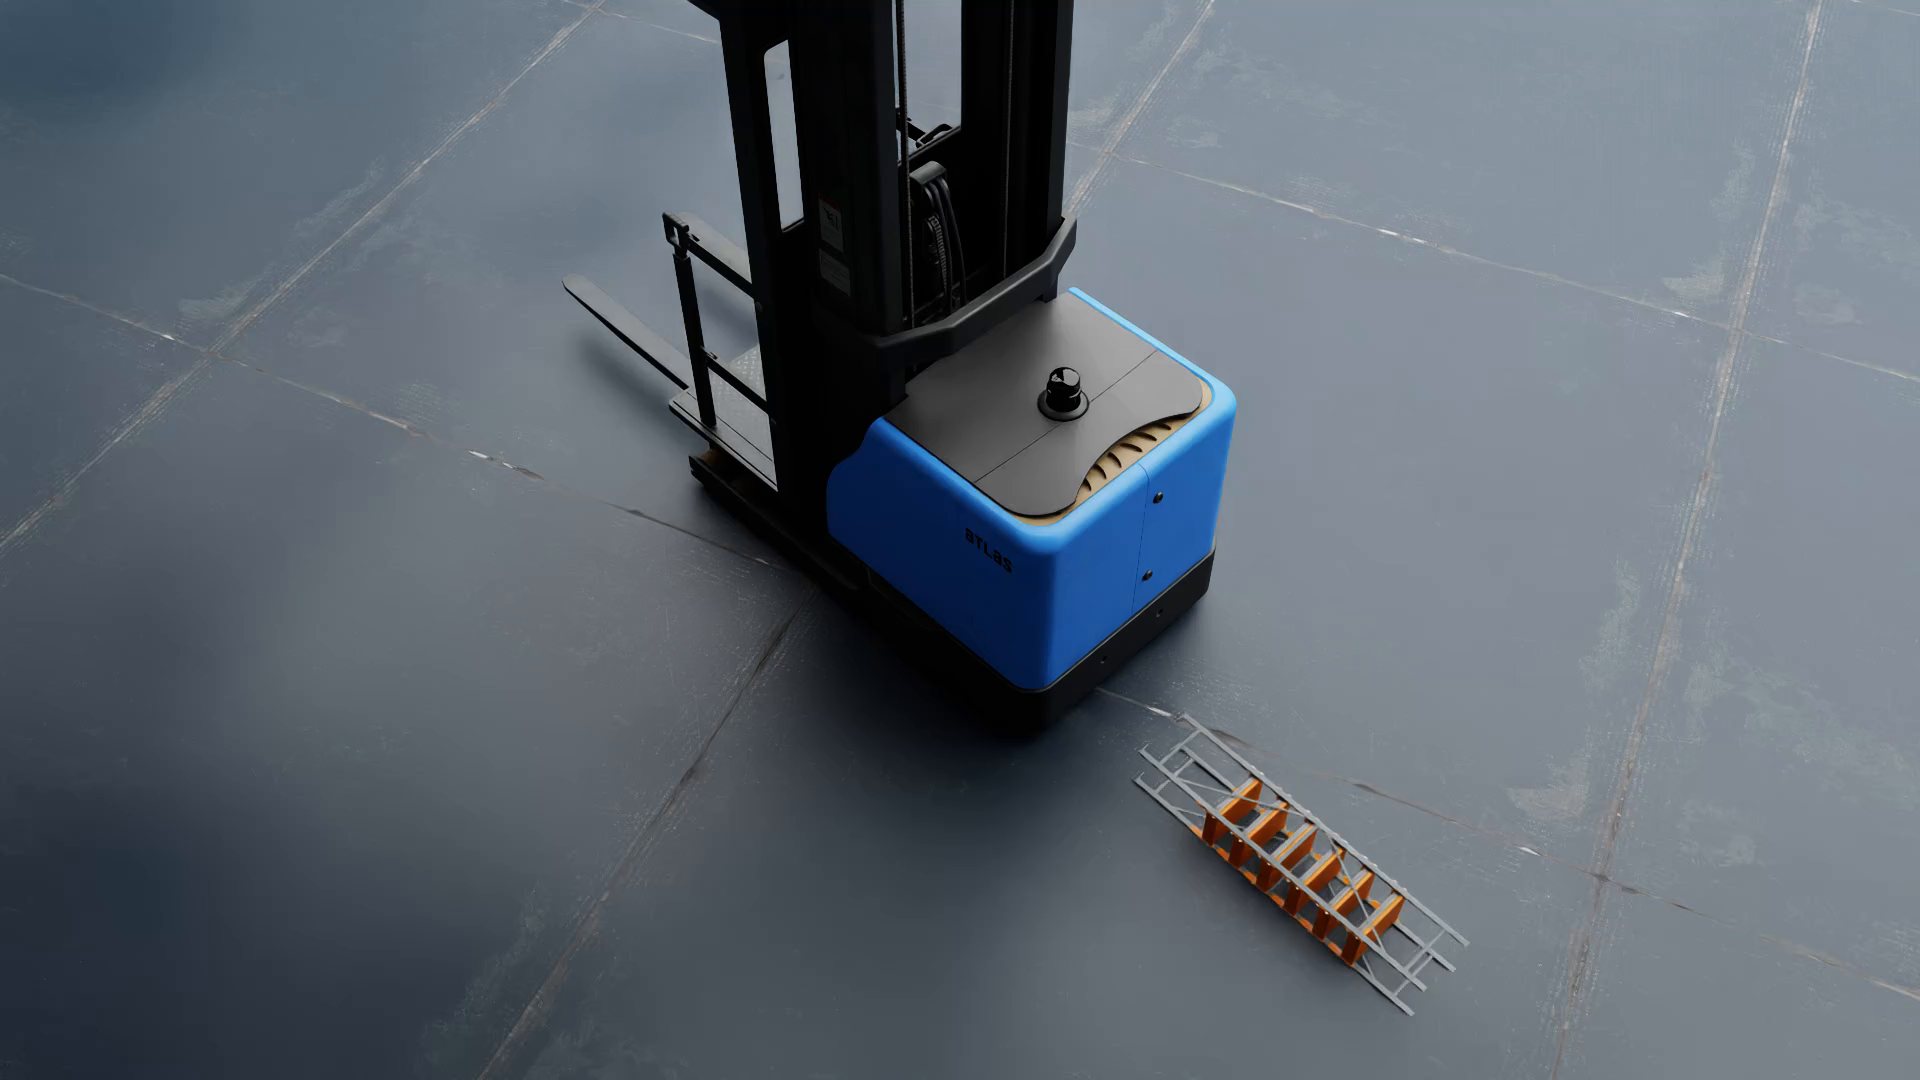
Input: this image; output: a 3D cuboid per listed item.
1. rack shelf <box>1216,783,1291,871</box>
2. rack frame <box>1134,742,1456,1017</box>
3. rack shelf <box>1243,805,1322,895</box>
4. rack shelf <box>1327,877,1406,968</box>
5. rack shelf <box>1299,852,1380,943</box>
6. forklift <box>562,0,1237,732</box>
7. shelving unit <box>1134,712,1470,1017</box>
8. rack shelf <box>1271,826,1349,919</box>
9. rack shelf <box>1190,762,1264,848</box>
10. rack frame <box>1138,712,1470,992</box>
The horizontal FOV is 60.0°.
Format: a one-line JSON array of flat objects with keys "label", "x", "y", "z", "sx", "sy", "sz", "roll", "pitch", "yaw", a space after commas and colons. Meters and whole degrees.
[{"label": "rack shelf", "x": 0.996, "y": 0.966, "z": 5.616, "sx": 0.258, "sy": 0.180, "sz": 0.103, "roll": -35, "pitch": 58, "yaw": -26}, {"label": "rack frame", "x": 1.108, "y": 1.117, "z": 5.607, "sx": 0.240, "sy": 0.006, "sz": 1.200, "roll": -35, "pitch": 58, "yaw": -26}, {"label": "rack shelf", "x": 1.078, "y": 1.033, "z": 5.559, "sx": 0.258, "sy": 0.180, "sz": 0.103, "roll": -35, "pitch": 58, "yaw": -26}, {"label": "rack shelf", "x": 1.323, "y": 1.233, "z": 5.388, "sx": 0.258, "sy": 0.180, "sz": 0.103, "roll": -35, "pitch": 58, "yaw": -26}, {"label": "rack shelf", "x": 1.241, "y": 1.167, "z": 5.445, "sx": 0.258, "sy": 0.180, "sz": 0.103, "roll": -35, "pitch": 58, "yaw": -26}, {"label": "forklift", "x": -0.440, "y": -1.293, "z": 5.741, "sx": 1.130, "sy": 2.935, "sz": 3.031, "roll": -37, "pitch": 59, "yaw": -27}, {"label": "shelving unit", "x": 1.108, "y": 1.058, "z": 5.538, "sx": 0.258, "sy": 0.189, "sz": 1.200, "roll": -35, "pitch": 58, "yaw": -26}, {"label": "rack shelf", "x": 1.159, "y": 1.100, "z": 5.502, "sx": 0.258, "sy": 0.180, "sz": 0.103, "roll": -35, "pitch": 58, "yaw": -26}, {"label": "rack shelf", "x": 0.914, "y": 0.900, "z": 5.672, "sx": 0.258, "sy": 0.180, "sz": 0.103, "roll": -35, "pitch": 58, "yaw": -26}, {"label": "rack frame", "x": 1.108, "y": 0.999, "z": 5.468, "sx": 0.240, "sy": 0.006, "sz": 1.200, "roll": -35, "pitch": 58, "yaw": -26}]
